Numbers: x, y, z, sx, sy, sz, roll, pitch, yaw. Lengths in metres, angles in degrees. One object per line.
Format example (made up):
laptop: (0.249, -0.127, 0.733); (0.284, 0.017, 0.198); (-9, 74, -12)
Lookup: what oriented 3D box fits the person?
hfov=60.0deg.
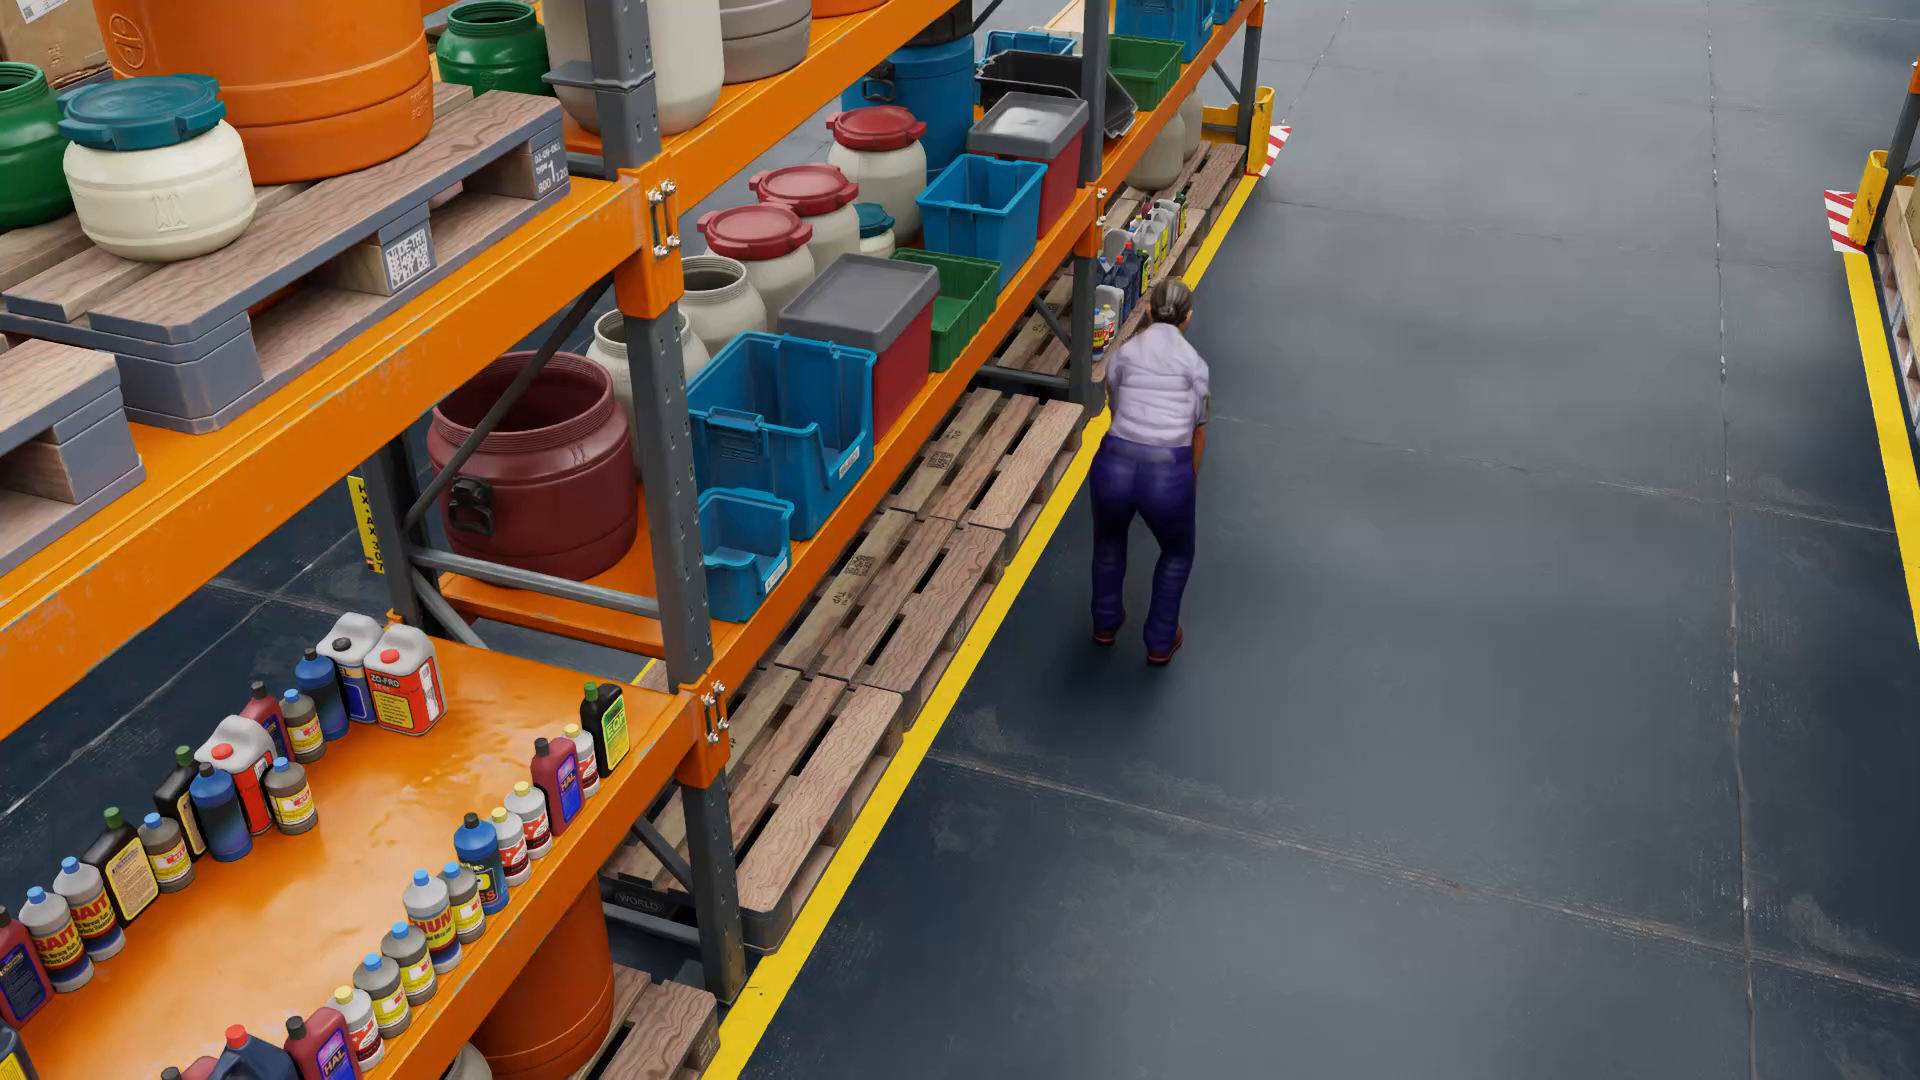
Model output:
person: (0.766, -0.256, 6.687); (0.437, 1.497, 0.674); (11, 35, 15)
